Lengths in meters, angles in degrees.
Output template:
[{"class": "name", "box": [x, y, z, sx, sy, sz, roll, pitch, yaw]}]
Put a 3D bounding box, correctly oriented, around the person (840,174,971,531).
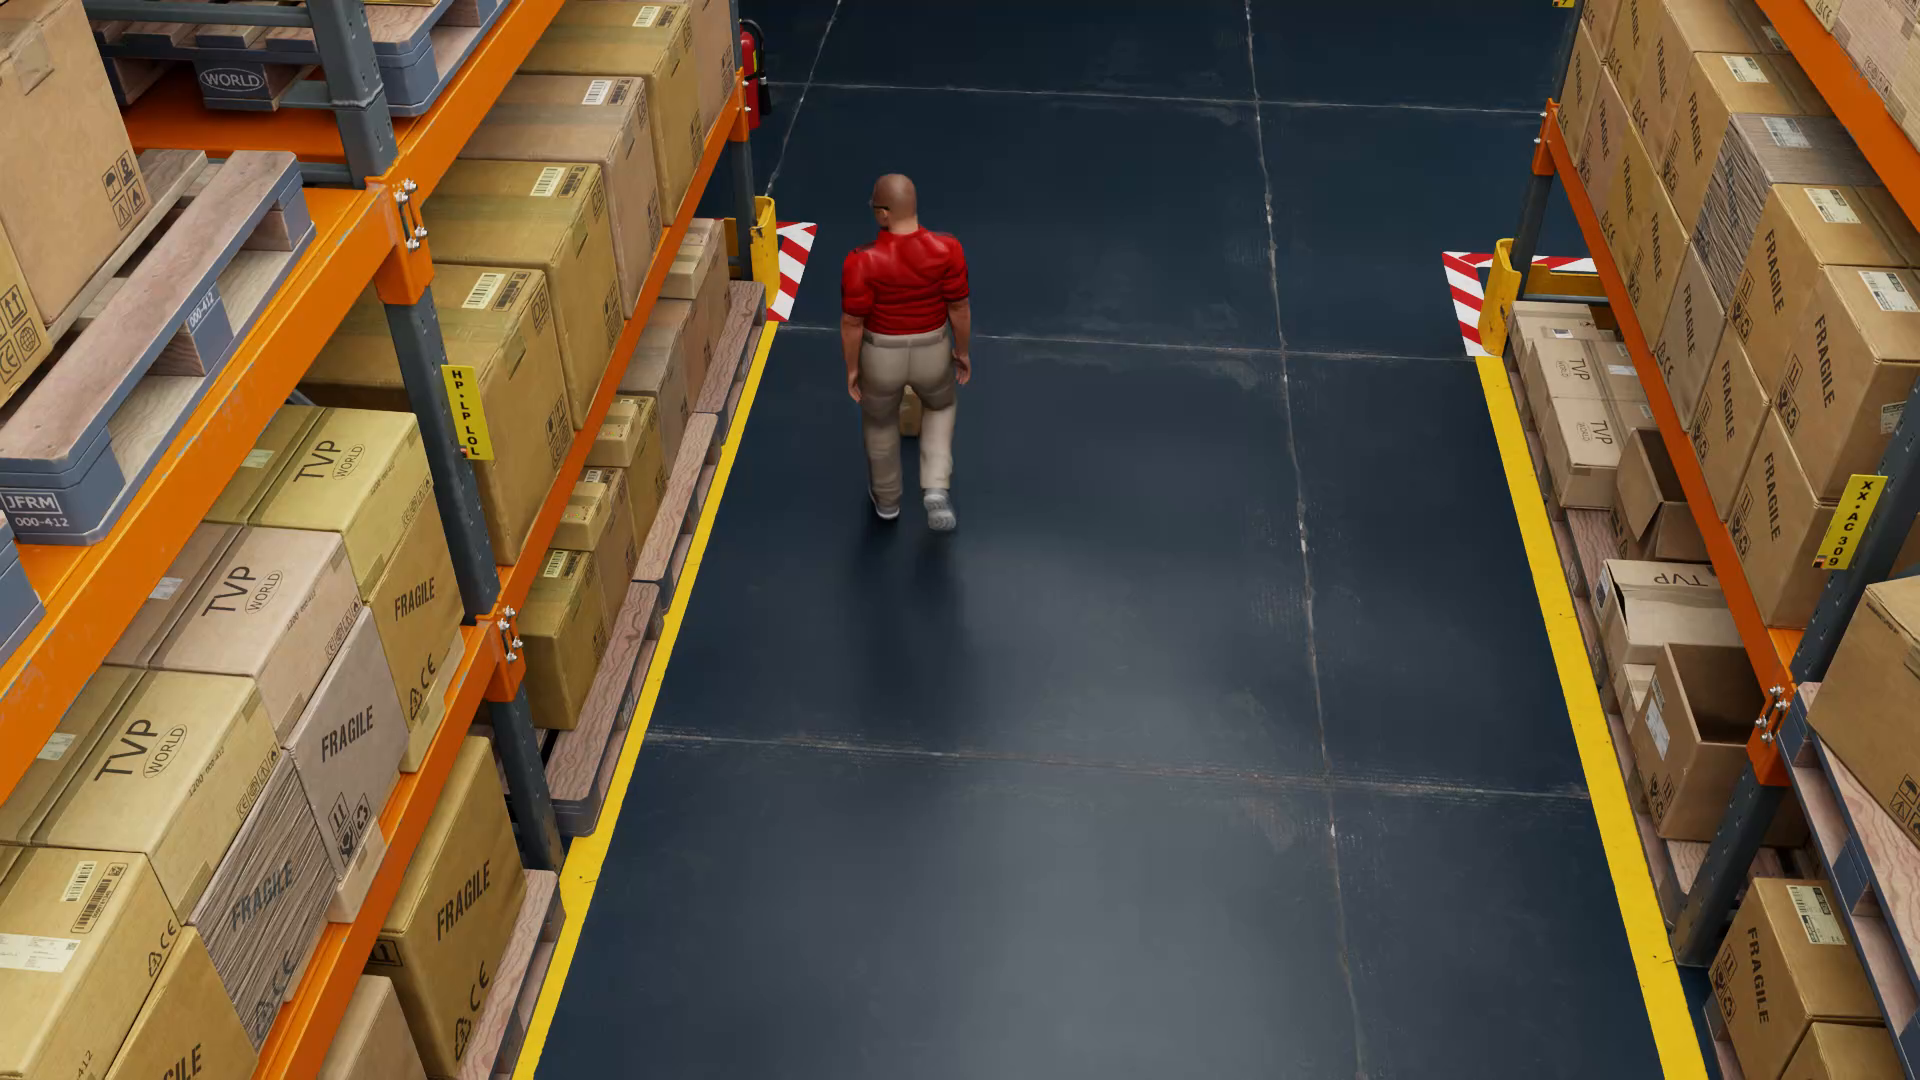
[{"class": "person", "box": [-0.231, -0.773, 7.075, 0.556, 1.724, 0.588, -8, 40, -9]}]
